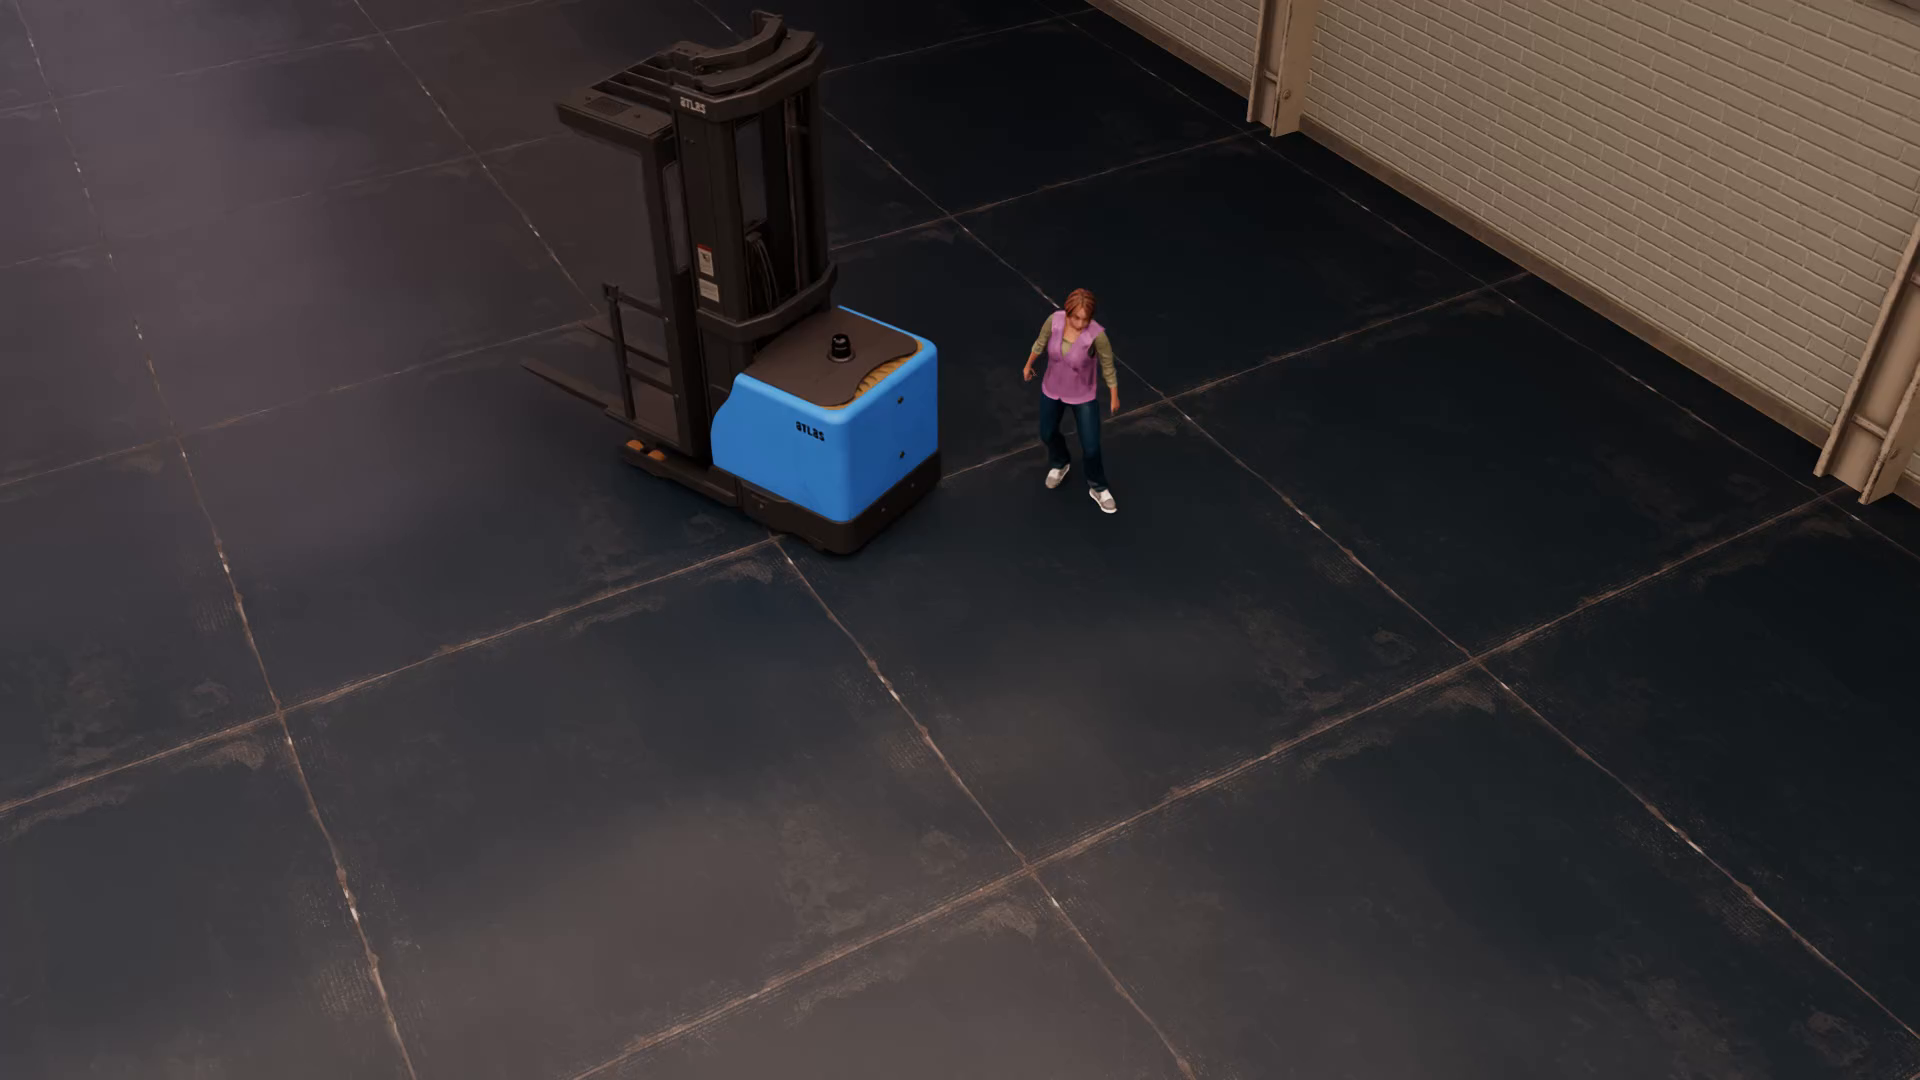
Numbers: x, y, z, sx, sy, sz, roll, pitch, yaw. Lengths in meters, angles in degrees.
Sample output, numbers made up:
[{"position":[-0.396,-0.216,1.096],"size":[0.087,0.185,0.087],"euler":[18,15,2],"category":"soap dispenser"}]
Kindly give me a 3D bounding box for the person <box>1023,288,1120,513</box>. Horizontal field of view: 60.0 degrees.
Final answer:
[{"position":[0.705,-0.912,10.246],"size":[0.744,1.566,0.408],"euler":[21,44,23],"category":"person"}]

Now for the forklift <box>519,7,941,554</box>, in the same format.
[{"position":[-1.616,-1.795,10.200],"size":[3.031,2.935,1.130],"euler":[24,46,27],"category":"forklift"}]
